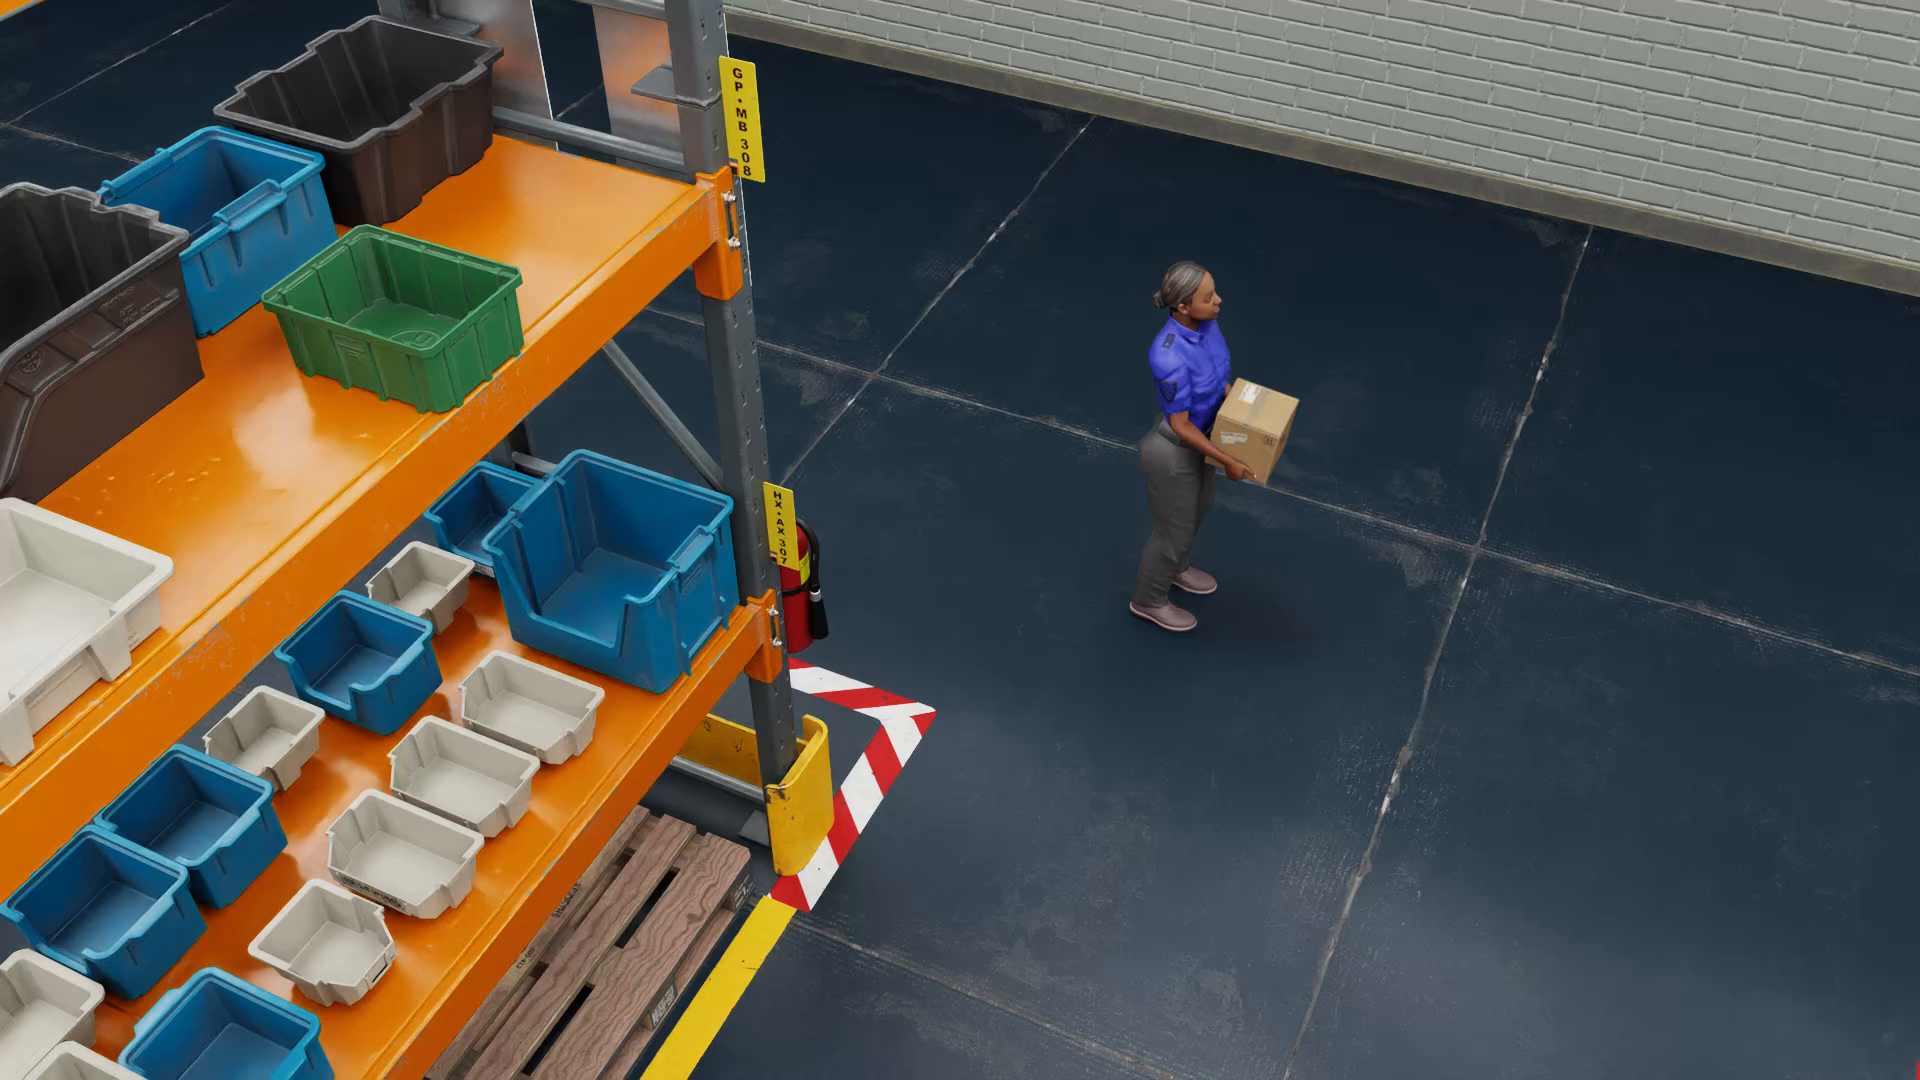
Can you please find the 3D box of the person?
[{"bbox_3d":[0.953,-0.341,6.546,0.515,1.645,0.449,18,45,18],"label":"person"}]
